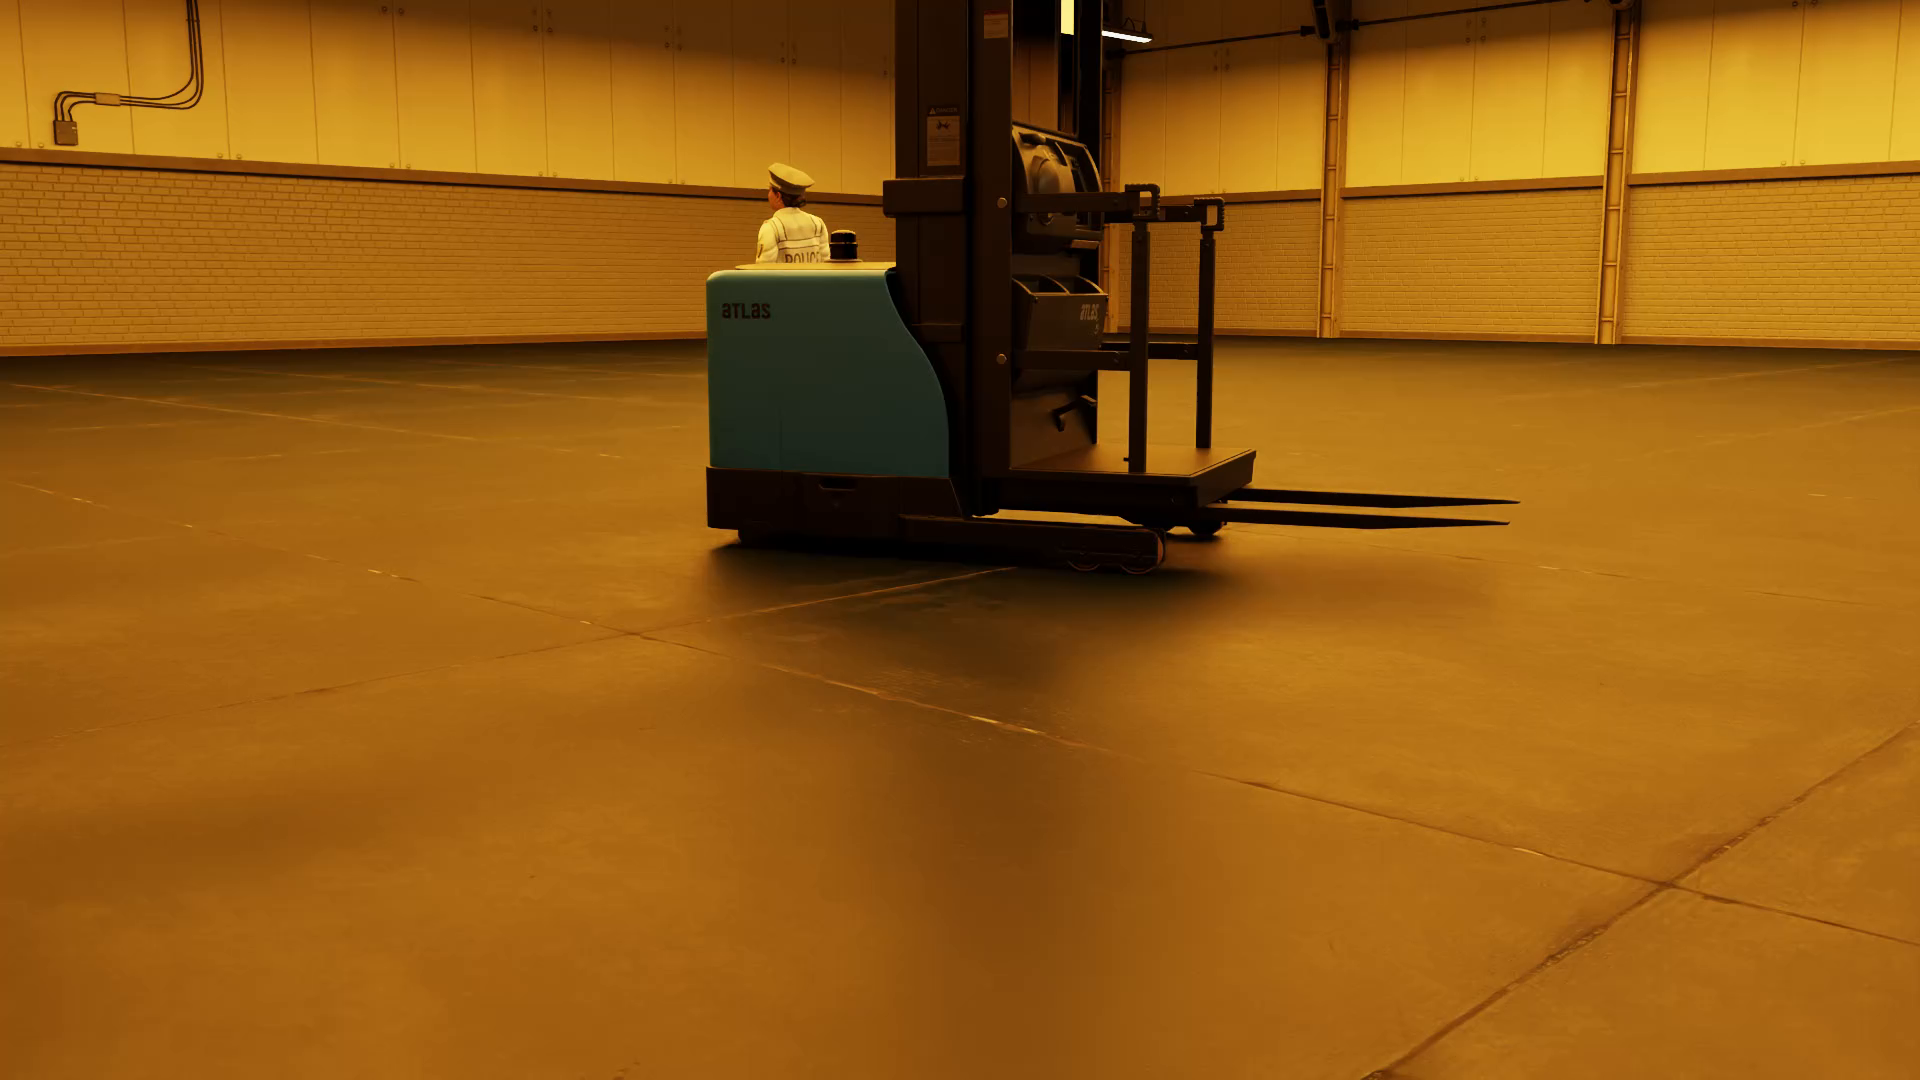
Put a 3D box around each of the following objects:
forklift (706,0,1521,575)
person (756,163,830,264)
[{"bbox_3d":[0.565,-1.416,6.275,3.031,2.935,1.130,3,9,22],"label":"forklift"},{"bbox_3d":[-1.022,-1.287,9.523,0.587,1.695,0.532,-8,12,-43],"label":"person"}]
